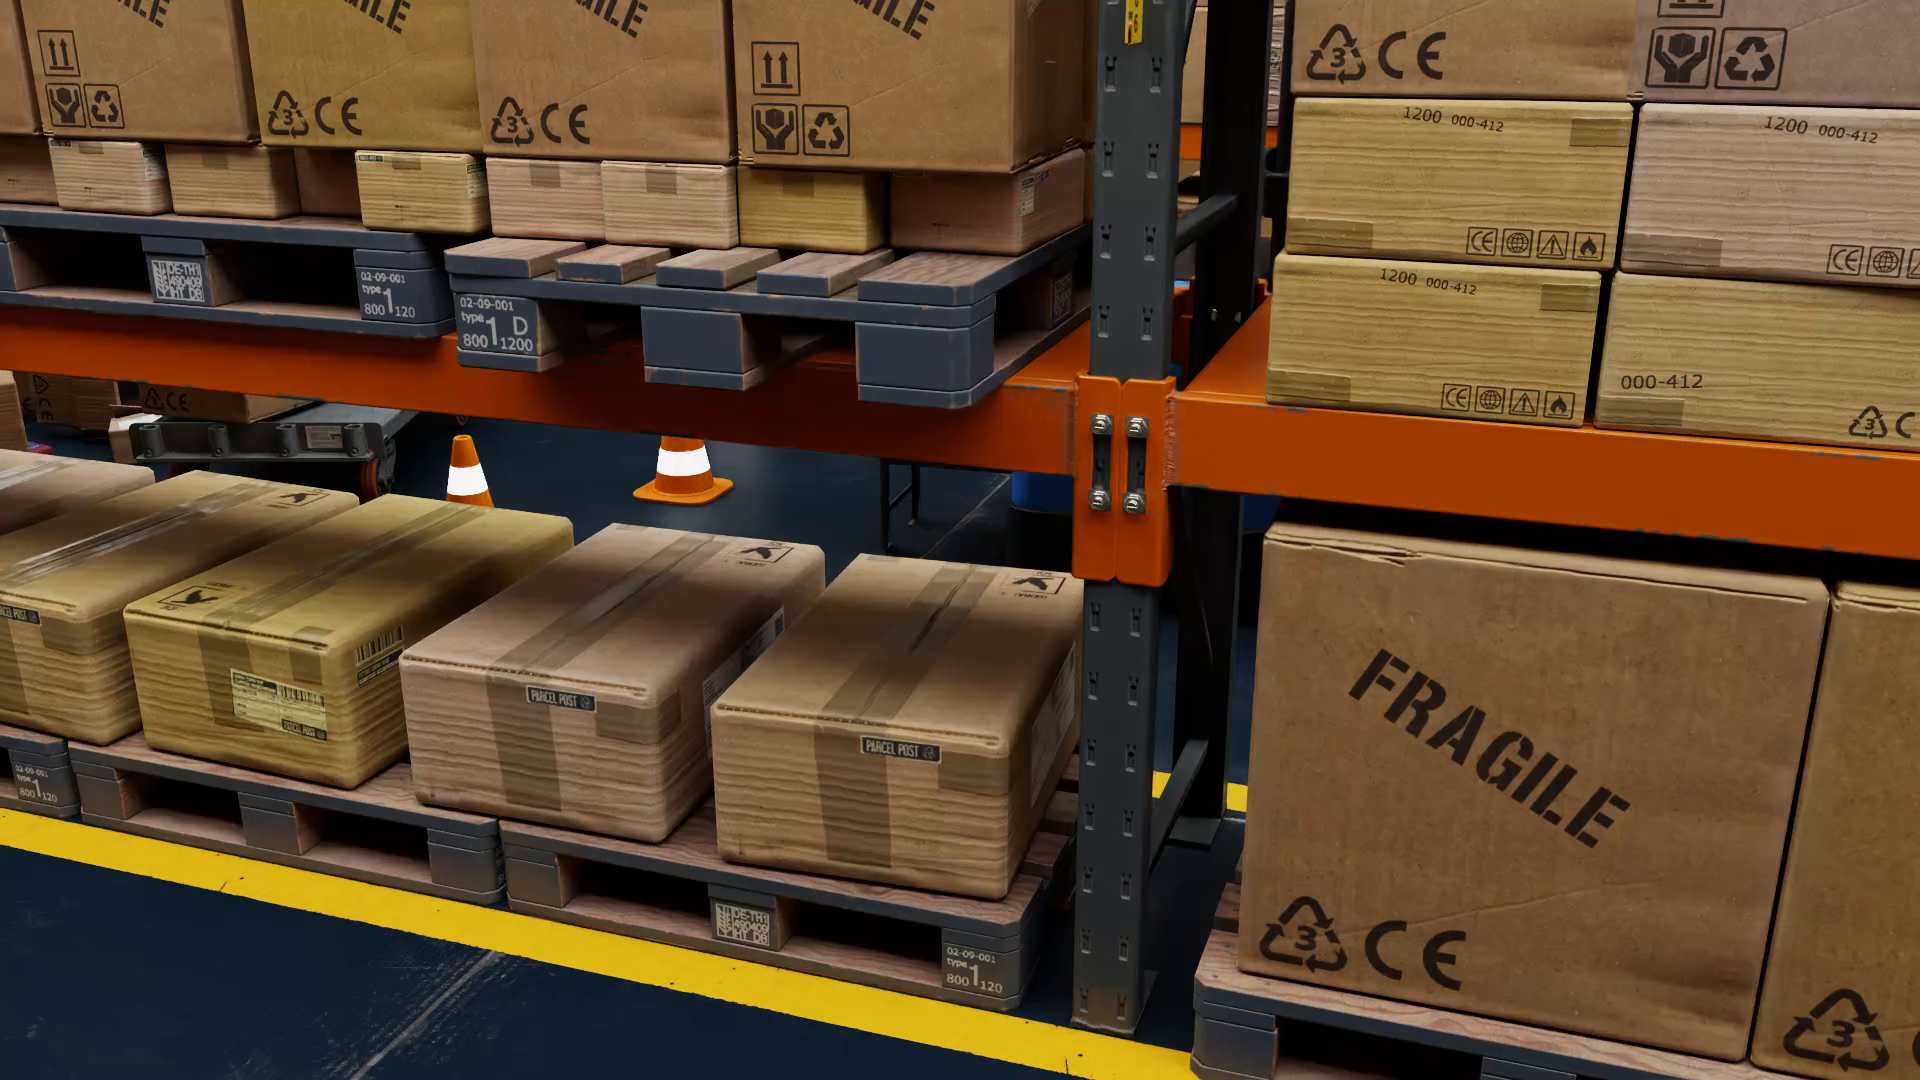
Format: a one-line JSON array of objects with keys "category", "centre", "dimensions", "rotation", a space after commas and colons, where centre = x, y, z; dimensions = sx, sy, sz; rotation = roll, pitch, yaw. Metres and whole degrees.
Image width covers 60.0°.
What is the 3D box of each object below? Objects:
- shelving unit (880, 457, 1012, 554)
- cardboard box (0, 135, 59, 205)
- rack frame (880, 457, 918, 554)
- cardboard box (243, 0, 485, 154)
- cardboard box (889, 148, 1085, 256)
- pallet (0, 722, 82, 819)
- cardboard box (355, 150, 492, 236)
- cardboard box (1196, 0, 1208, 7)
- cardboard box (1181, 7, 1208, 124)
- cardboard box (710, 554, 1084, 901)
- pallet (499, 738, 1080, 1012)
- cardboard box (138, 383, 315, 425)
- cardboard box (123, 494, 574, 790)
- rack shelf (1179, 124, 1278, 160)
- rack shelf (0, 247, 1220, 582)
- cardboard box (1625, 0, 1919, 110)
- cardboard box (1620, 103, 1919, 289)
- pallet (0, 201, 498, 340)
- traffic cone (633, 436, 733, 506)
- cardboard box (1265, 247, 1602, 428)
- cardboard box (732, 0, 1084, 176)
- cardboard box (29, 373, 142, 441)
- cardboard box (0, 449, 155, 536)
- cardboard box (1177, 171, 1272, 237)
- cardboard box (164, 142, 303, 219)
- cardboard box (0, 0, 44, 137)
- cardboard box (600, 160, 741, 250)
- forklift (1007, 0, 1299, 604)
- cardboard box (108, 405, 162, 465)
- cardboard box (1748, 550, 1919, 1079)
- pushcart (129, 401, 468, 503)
[{"category": "shelving unit", "centre": [0.015, -0.984, 5.709], "dimensions": [0.503, 2.100, 0.431], "rotation": [5, 20, 15]}, {"category": "cardboard box", "centre": [-1.929, -0.847, 3.692], "dimensions": [0.250, 0.149, 0.380], "rotation": [7, 20, 18]}, {"category": "rack frame", "centre": [-0.220, -1.006, 5.772], "dimensions": [0.015, 2.100, 0.400], "rotation": [5, 20, 15]}, {"category": "cardboard box", "centre": [-1.046, -1.053, 3.298], "dimensions": [0.500, 0.500, 0.500], "rotation": [5, 20, 14]}, {"category": "cardboard box", "centre": [0.057, -0.640, 3.098], "dimensions": [0.250, 0.149, 0.380], "rotation": [7, 21, 20]}, {"category": "pallet", "centre": [-2.599, 0.371, 4.692], "dimensions": [1.213, 0.211, 1.003], "rotation": [7, 20, 18]}, {"category": "cardboard box", "centre": [-0.973, -0.714, 3.312], "dimensions": [0.250, 0.149, 0.380], "rotation": [7, 20, 19]}, {"category": "cardboard box", "centre": [1.073, -2.773, 7.803], "dimensions": [0.500, 0.500, 0.700], "rotation": [6, 20, 17]}, {"category": "cardboard box", "centre": [0.988, -2.214, 7.720], "dimensions": [0.500, 0.500, 0.500], "rotation": [7, 20, 18]}, {"category": "cardboard box", "centre": [-0.087, 0.381, 3.781], "dimensions": [0.625, 0.372, 0.950], "rotation": [5, 20, 14]}, {"category": "pallet", "centre": [-0.294, 0.634, 3.936], "dimensions": [1.213, 0.211, 1.003], "rotation": [7, 20, 18]}, {"category": "cardboard box", "centre": [-2.779, -0.764, 6.357], "dimensions": [0.500, 0.500, 0.500], "rotation": [7, 20, 18]}, {"category": "cardboard box", "centre": [-1.501, 0.220, 4.243], "dimensions": [0.625, 0.372, 0.950], "rotation": [7, 20, 20]}, {"category": "rack shelf", "centre": [0.083, -2.024, 8.419], "dimensions": [4.000, 0.370, 1.077], "rotation": [7, 20, 18]}, {"category": "rack shelf", "centre": [-1.446, -0.474, 3.972], "dimensions": [4.000, 0.370, 1.077], "rotation": [7, 20, 18]}, {"category": "cardboard box", "centre": [1.301, -0.937, 2.537], "dimensions": [0.500, 0.500, 0.500], "rotation": [7, 20, 18]}, {"category": "cardboard box", "centre": [1.329, -0.575, 2.638], "dimensions": [0.500, 0.250, 0.500], "rotation": [7, 20, 19]}, {"category": "pallet", "centre": [-1.440, -0.708, 3.842], "dimensions": [1.213, 0.211, 1.003], "rotation": [7, 20, 18]}, {"category": "traffic cone", "centre": [-1.102, -0.413, 6.557], "dimensions": [0.334, 0.463, 0.336], "rotation": [7, 20, 18]}, {"category": "cardboard box", "centre": [0.823, -0.396, 2.882], "dimensions": [0.500, 0.250, 0.500], "rotation": [6, 20, 17]}, {"category": "cardboard box", "centre": [-0.077, -0.946, 2.992], "dimensions": [0.500, 0.500, 0.500], "rotation": [6, 20, 16]}, {"category": "cardboard box", "centre": [-3.737, -0.846, 7.533], "dimensions": [0.503, 0.637, 0.797], "rotation": [7, 20, 18]}, {"category": "cardboard box", "centre": [-2.839, 0.069, 4.676], "dimensions": [0.625, 0.372, 0.950], "rotation": [7, 20, 19]}, {"category": "cardboard box", "centre": [1.427, -1.377, 8.250], "dimensions": [0.750, 0.750, 1.050], "rotation": [6, 20, 17]}, {"category": "cardboard box", "centre": [-1.433, -0.782, 3.507], "dimensions": [0.250, 0.149, 0.380], "rotation": [6, 20, 16]}, {"category": "cardboard box", "centre": [-2.050, -1.164, 3.617], "dimensions": [0.500, 0.500, 0.500], "rotation": [6, 20, 18]}, {"category": "cardboard box", "centre": [-0.473, -0.659, 3.154], "dimensions": [0.250, 0.149, 0.380], "rotation": [6, 20, 18]}, {"category": "forklift", "centre": [1.732, -1.222, 5.129], "dimensions": [3.031, 2.935, 1.130], "rotation": [5, 20, 15]}, {"category": "cardboard box", "centre": [-3.400, -0.494, 7.090], "dimensions": [0.396, 0.266, 0.258], "rotation": [-7, 20, -20]}, {"category": "cardboard box", "centre": [1.910, 0.405, 2.946], "dimensions": [0.875, 0.875, 0.875], "rotation": [7, 20, 19]}, {"category": "pushcart", "centre": [-2.634, -0.506, 6.954], "dimensions": [0.936, 0.377, 1.648], "rotation": [0, 19, -1]}]
